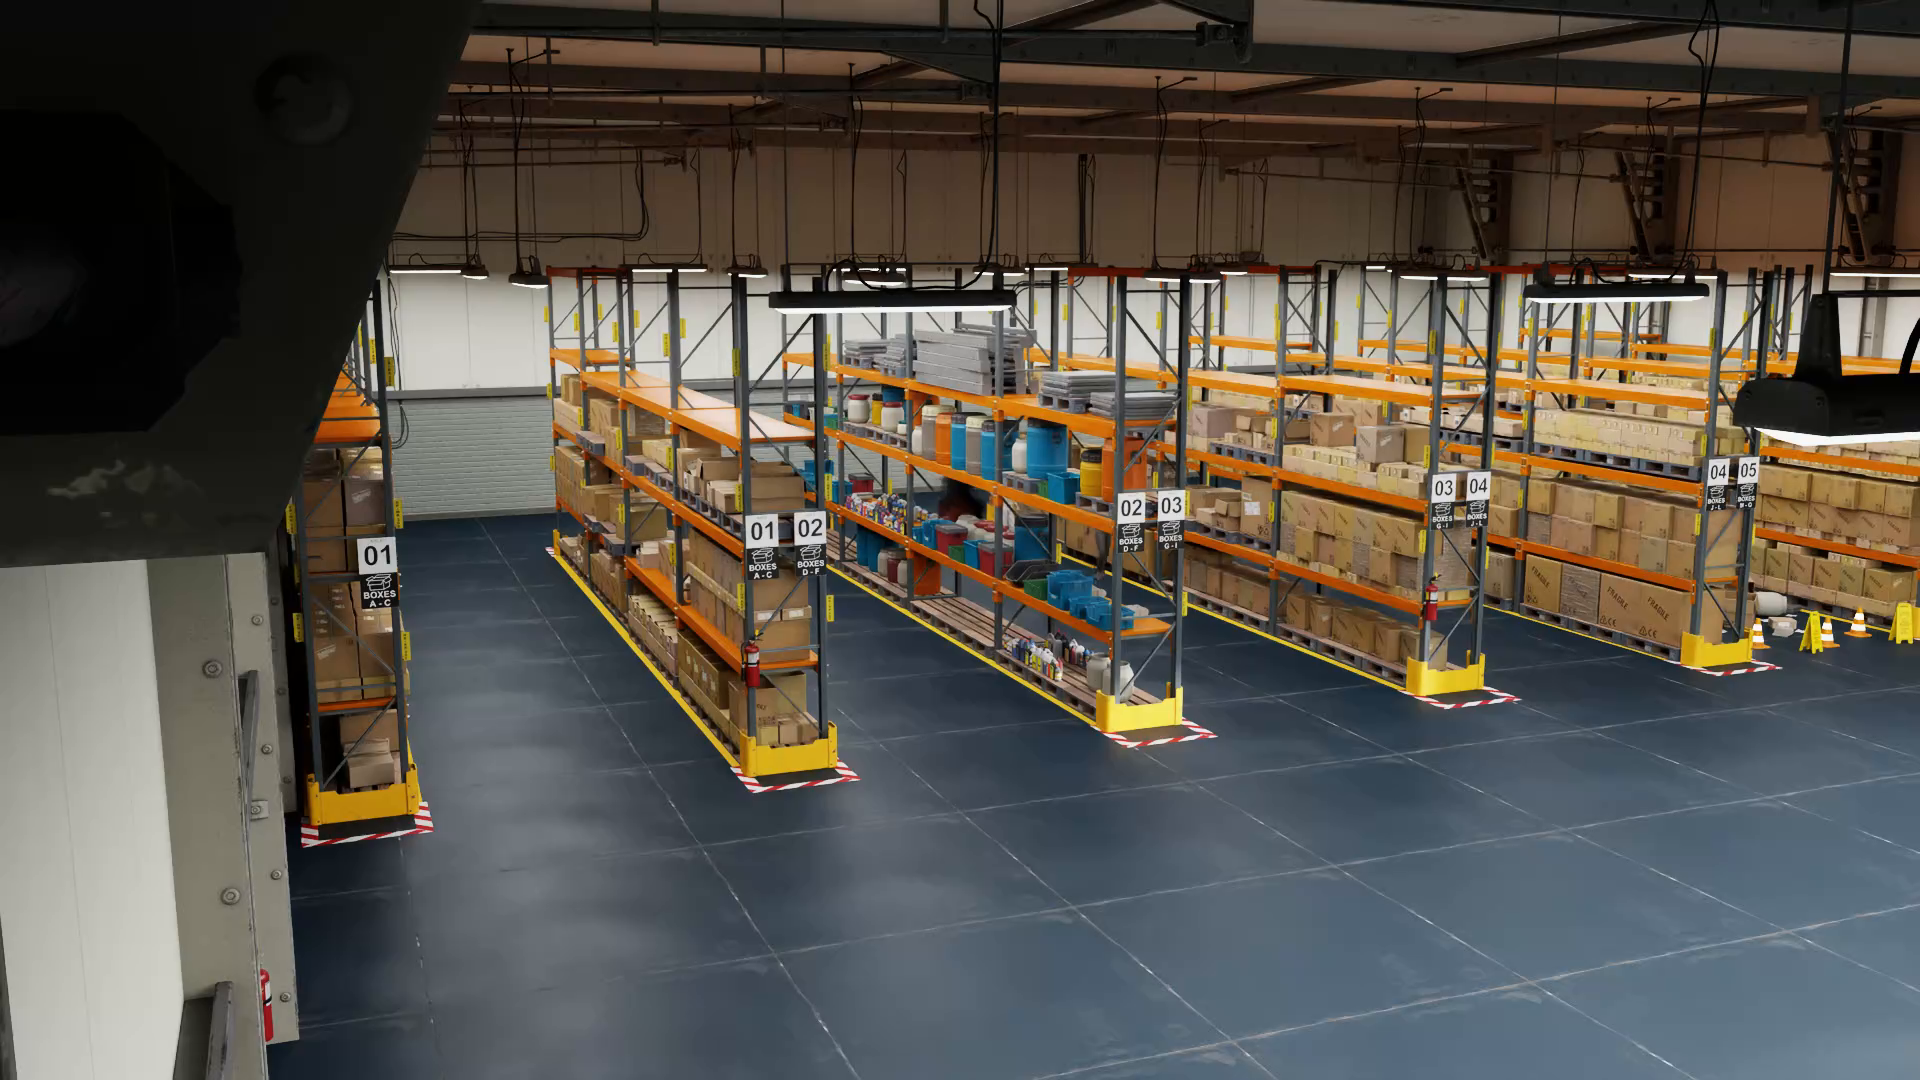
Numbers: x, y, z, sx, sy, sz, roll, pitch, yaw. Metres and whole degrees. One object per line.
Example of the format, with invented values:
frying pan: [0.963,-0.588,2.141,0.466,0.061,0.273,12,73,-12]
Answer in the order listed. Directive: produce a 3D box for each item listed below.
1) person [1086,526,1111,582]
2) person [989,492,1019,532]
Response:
person: [2.702,-0.053,30.645,0.564,1.649,0.789,-3,10,-16]
person: [0.930,-0.628,35.320,0.678,1.735,0.676,-6,11,-30]
